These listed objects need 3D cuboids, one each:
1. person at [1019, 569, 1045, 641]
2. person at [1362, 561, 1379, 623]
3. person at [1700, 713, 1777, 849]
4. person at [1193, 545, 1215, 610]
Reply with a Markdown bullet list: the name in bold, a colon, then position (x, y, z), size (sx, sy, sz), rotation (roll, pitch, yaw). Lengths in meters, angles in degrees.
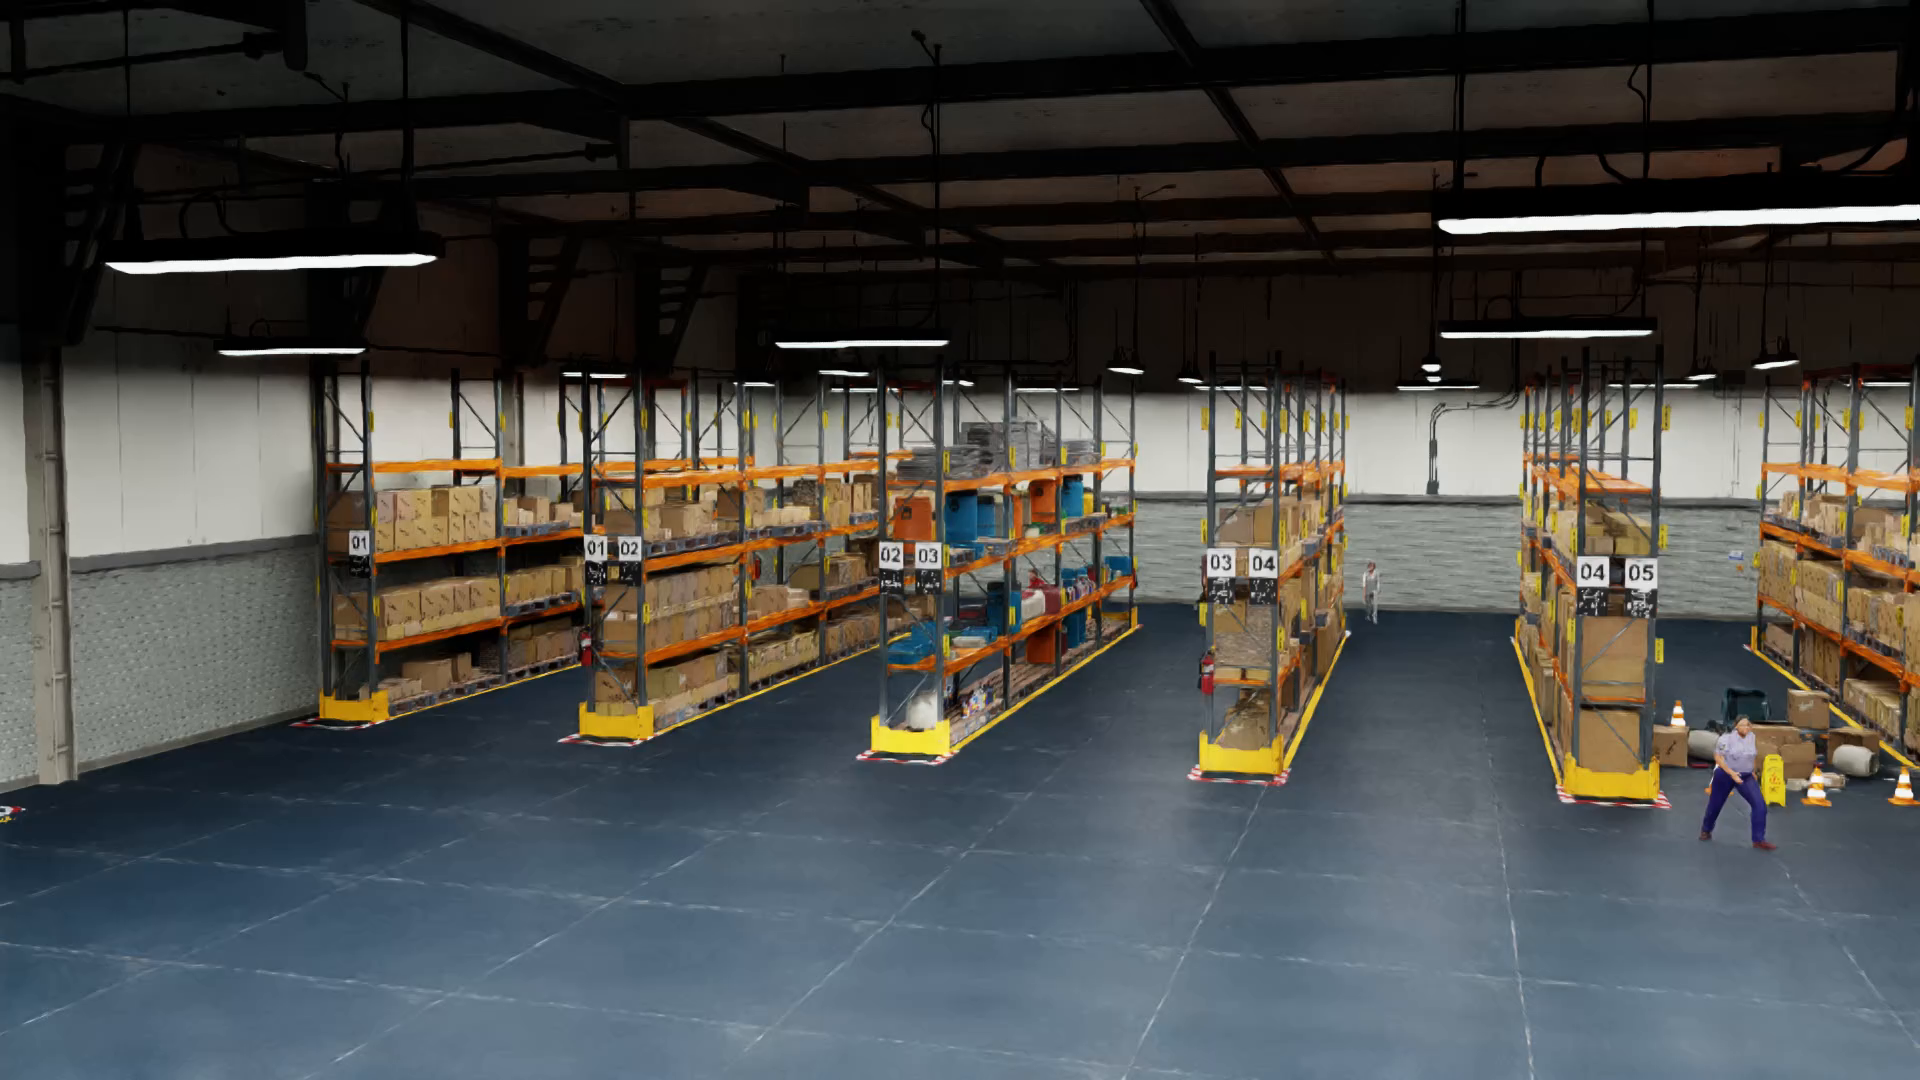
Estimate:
- **person**: position (1.834, 1.469, 37.829), size (0.864, 1.667, 0.675), rotation (-3, 5, -38)
- **person**: position (10.211, 1.274, 41.341), size (0.419, 1.513, 1.037), rotation (1, 4, 14)
- **person**: position (9.169, 2.803, 19.632), size (0.655, 1.576, 0.824), rotation (0, 4, -1)
- **person**: position (6.472, 0.992, 43.582), size (0.759, 1.770, 0.533), rotation (-3, 5, -37)
